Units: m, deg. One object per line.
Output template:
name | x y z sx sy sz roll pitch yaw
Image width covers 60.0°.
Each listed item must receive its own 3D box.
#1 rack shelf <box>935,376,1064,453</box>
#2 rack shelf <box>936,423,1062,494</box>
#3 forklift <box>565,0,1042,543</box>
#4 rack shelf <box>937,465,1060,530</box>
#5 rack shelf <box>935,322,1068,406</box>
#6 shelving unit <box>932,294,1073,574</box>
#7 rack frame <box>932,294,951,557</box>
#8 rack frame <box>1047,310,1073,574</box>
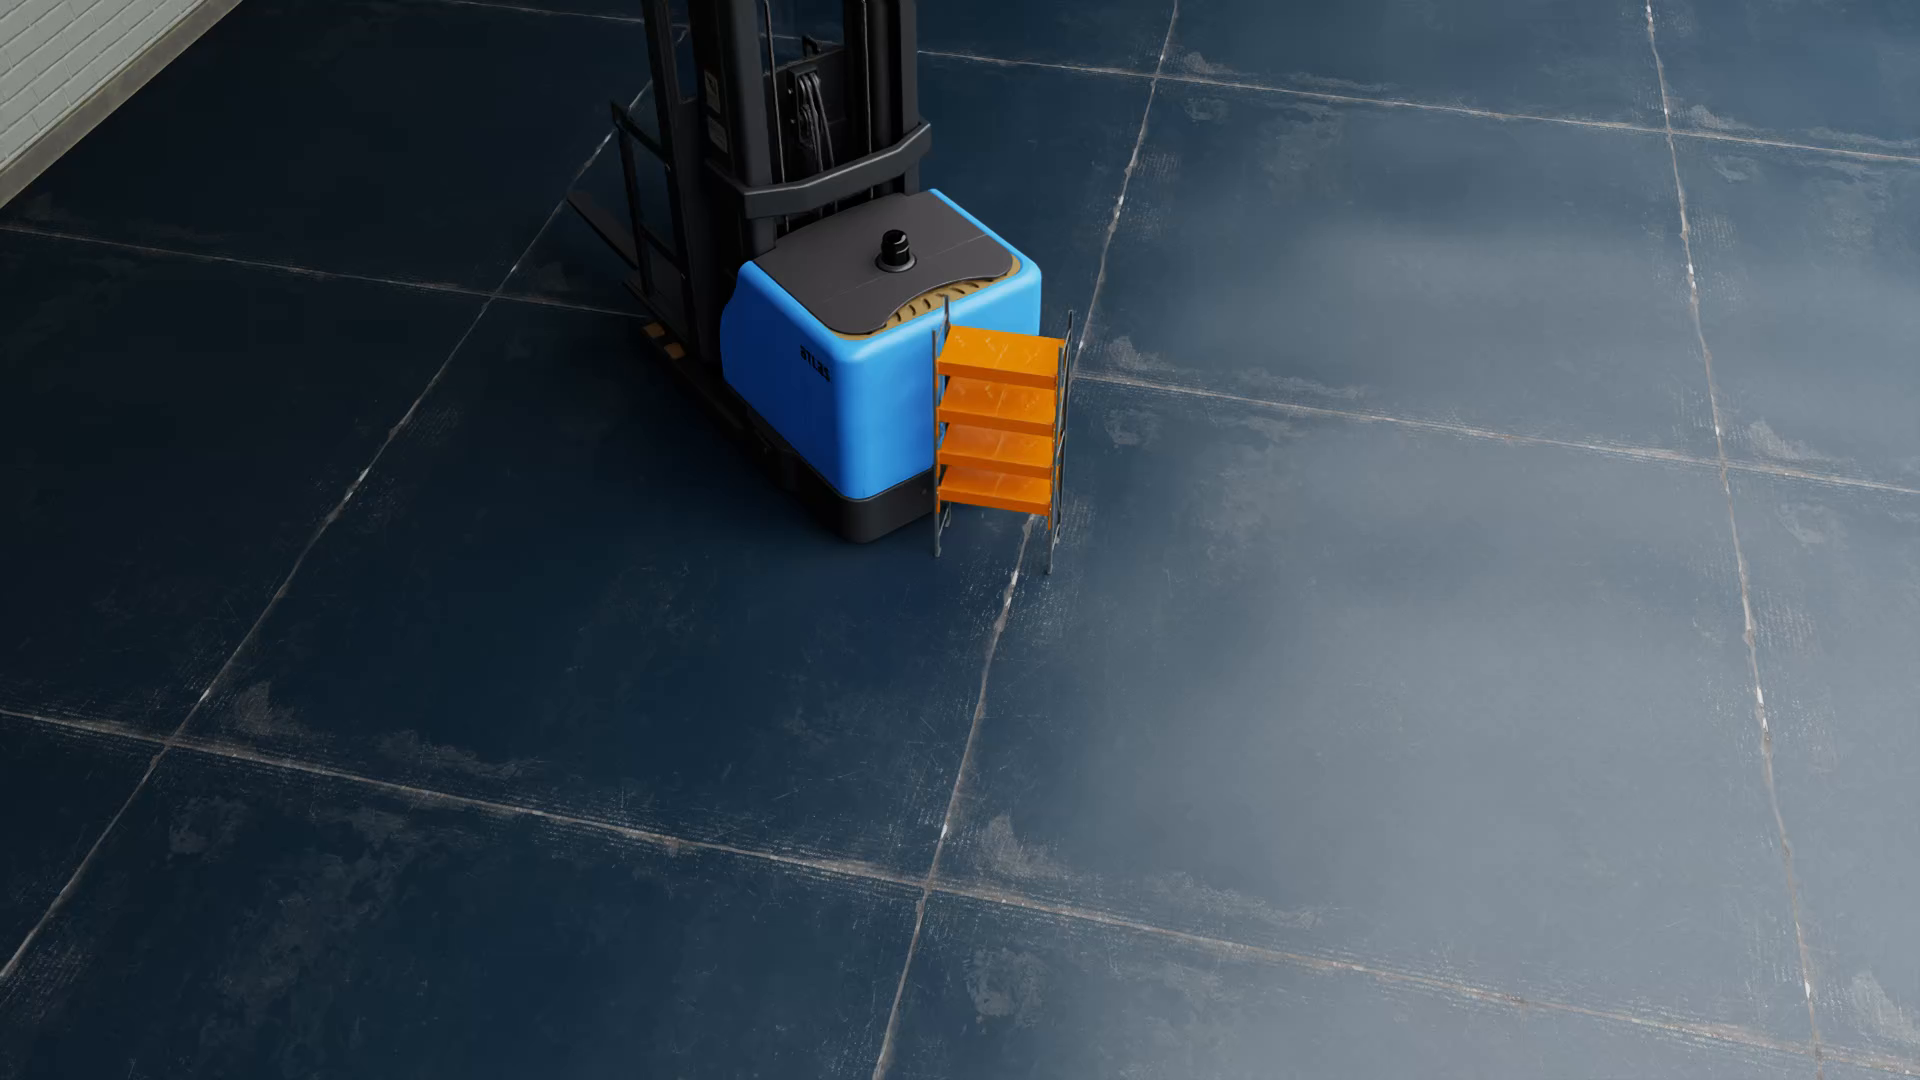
rack shelf | 0.164 -0.518 6.657 0.480 0.148 0.258 9 44 9
rack shelf | 0.164 -0.357 6.812 0.480 0.148 0.258 9 44 9
forklift | -0.923 -2.023 7.199 1.130 2.935 3.031 -27 50 -25
rack shelf | 0.164 -0.213 6.949 0.480 0.148 0.258 9 44 9
rack shelf | 0.164 -0.689 6.493 0.480 0.148 0.258 9 44 9
shelving unit | 0.164 -0.405 6.765 0.503 1.200 0.258 9 44 9
rack frame | -0.074 -0.442 6.803 0.015 1.200 0.240 9 44 9
rack frame | 0.402 -0.369 6.727 0.015 1.200 0.240 9 44 9
